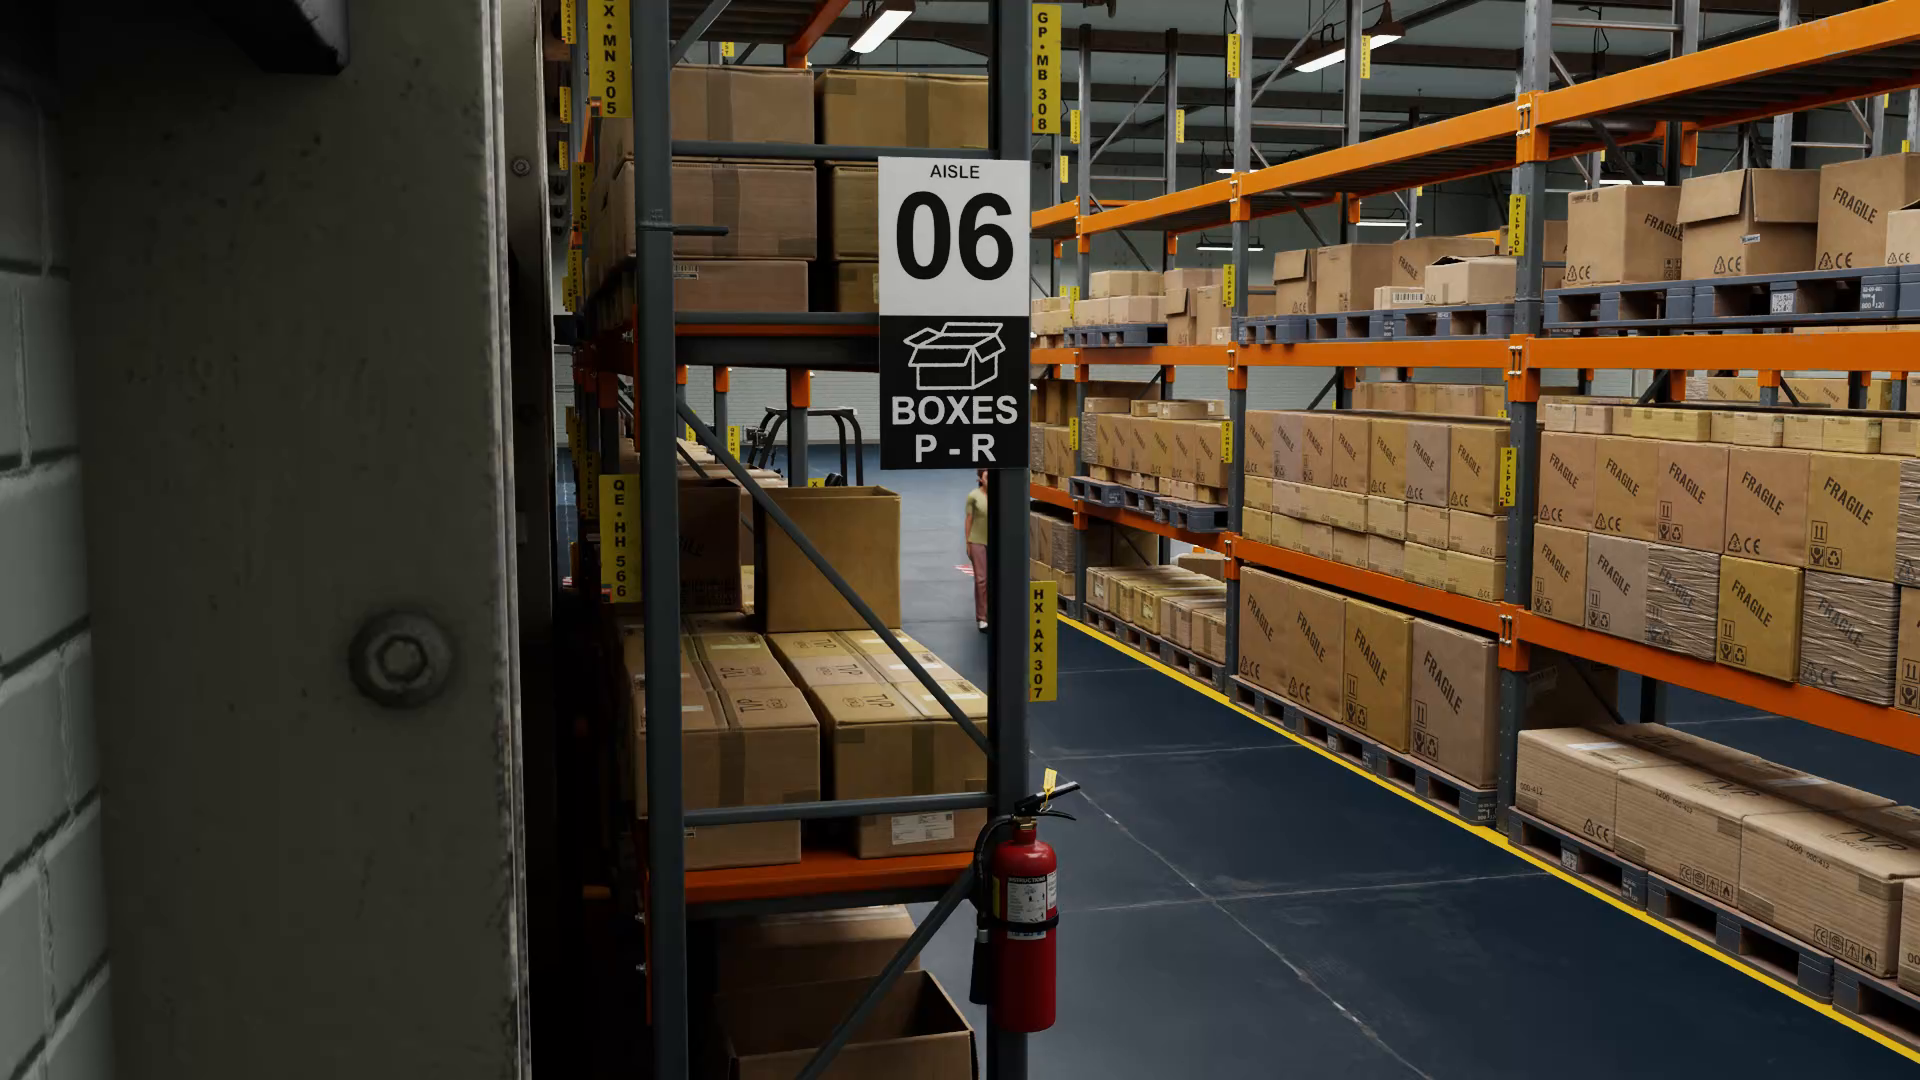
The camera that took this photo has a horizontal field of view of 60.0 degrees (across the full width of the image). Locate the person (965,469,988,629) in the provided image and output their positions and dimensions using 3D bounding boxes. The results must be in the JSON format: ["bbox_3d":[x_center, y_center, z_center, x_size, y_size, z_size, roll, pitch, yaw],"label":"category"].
[{"bbox_3d":[0.259,0.039,16.665,0.457,1.654,0.679,-1,6,-13],"label":"person"}]
